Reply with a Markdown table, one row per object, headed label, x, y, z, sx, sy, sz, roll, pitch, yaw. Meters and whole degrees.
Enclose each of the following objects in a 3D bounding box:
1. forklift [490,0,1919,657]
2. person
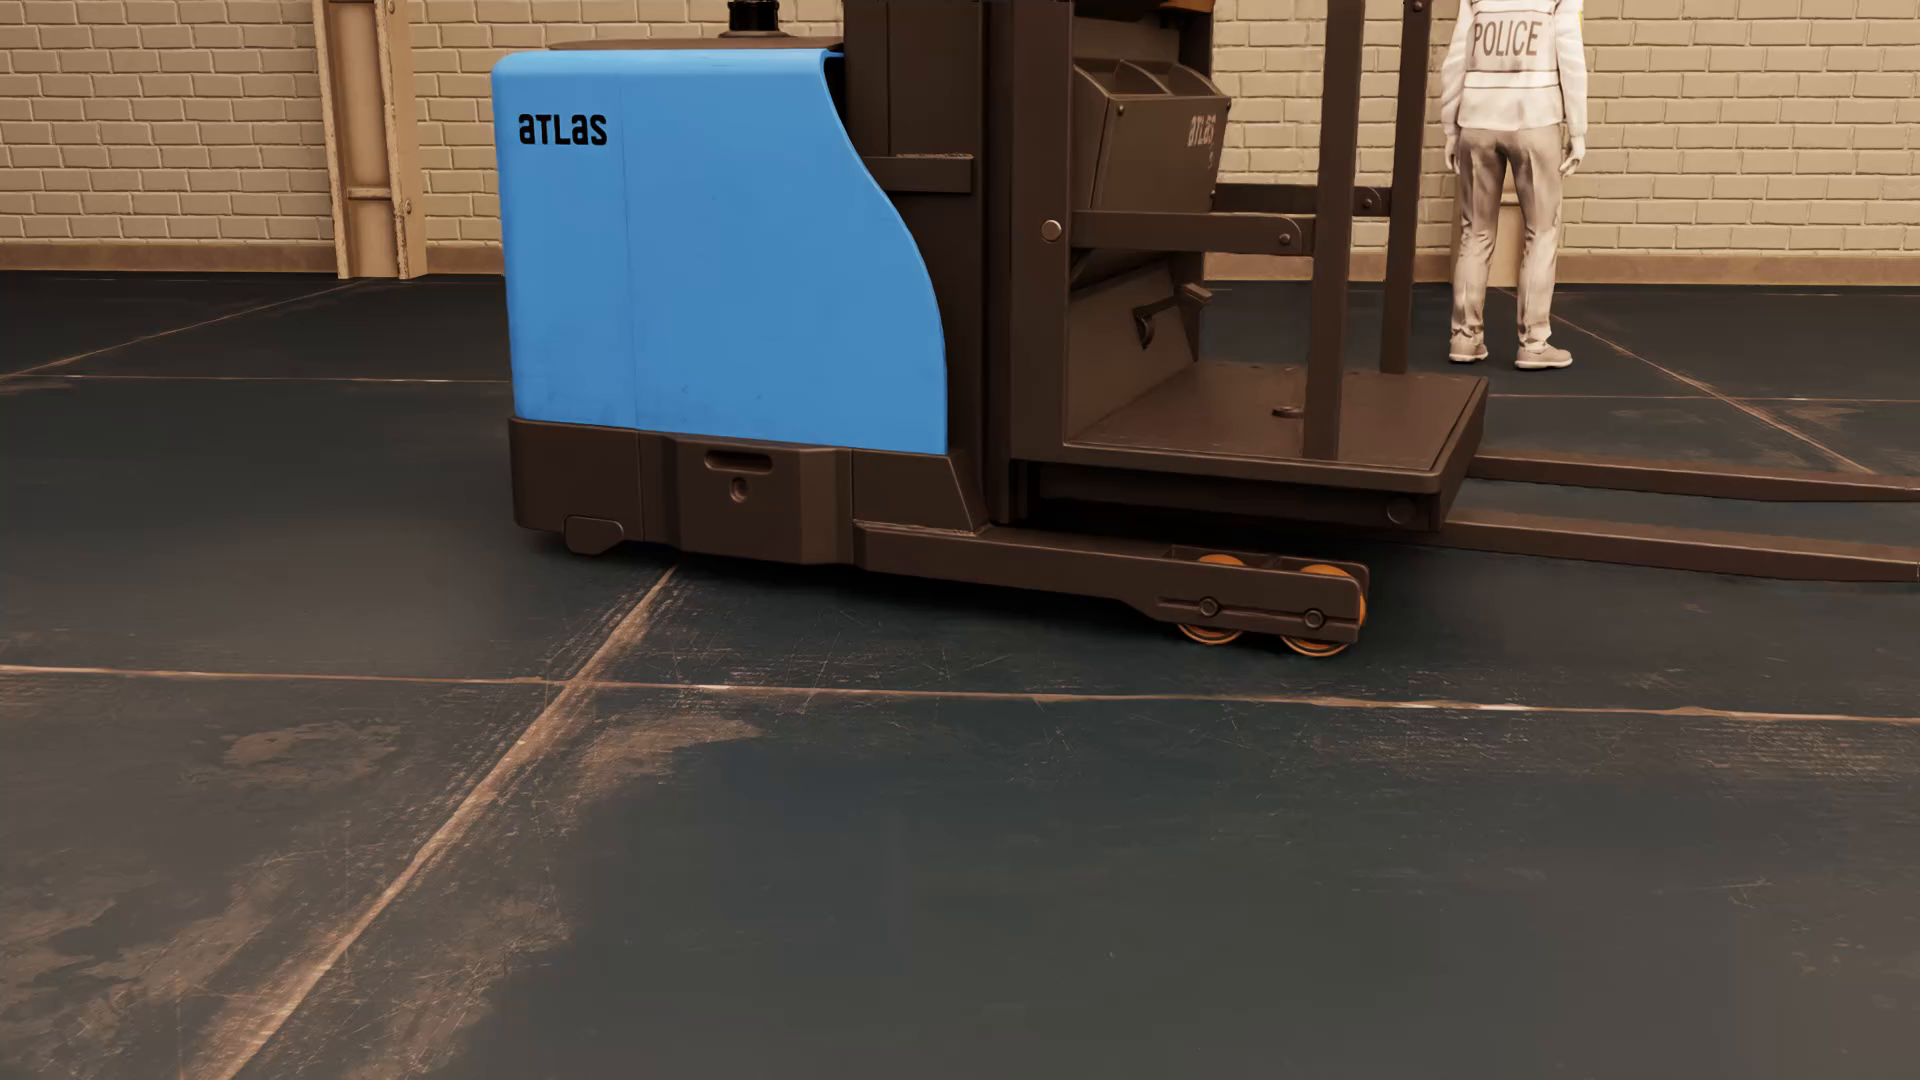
| label | x | y | z | sx | sy | sz | roll | pitch | yaw |
| --- | --- | --- | --- | --- | --- | --- | --- | --- | --- |
| forklift | 0.579 | -1.359 | 3.224 | 3.031 | 2.935 | 1.130 | 6 | 16 | 21 |
| person | 2.007 | -1.465 | 6.042 | 0.529 | 1.662 | 0.374 | 12 | 19 | 37 |
